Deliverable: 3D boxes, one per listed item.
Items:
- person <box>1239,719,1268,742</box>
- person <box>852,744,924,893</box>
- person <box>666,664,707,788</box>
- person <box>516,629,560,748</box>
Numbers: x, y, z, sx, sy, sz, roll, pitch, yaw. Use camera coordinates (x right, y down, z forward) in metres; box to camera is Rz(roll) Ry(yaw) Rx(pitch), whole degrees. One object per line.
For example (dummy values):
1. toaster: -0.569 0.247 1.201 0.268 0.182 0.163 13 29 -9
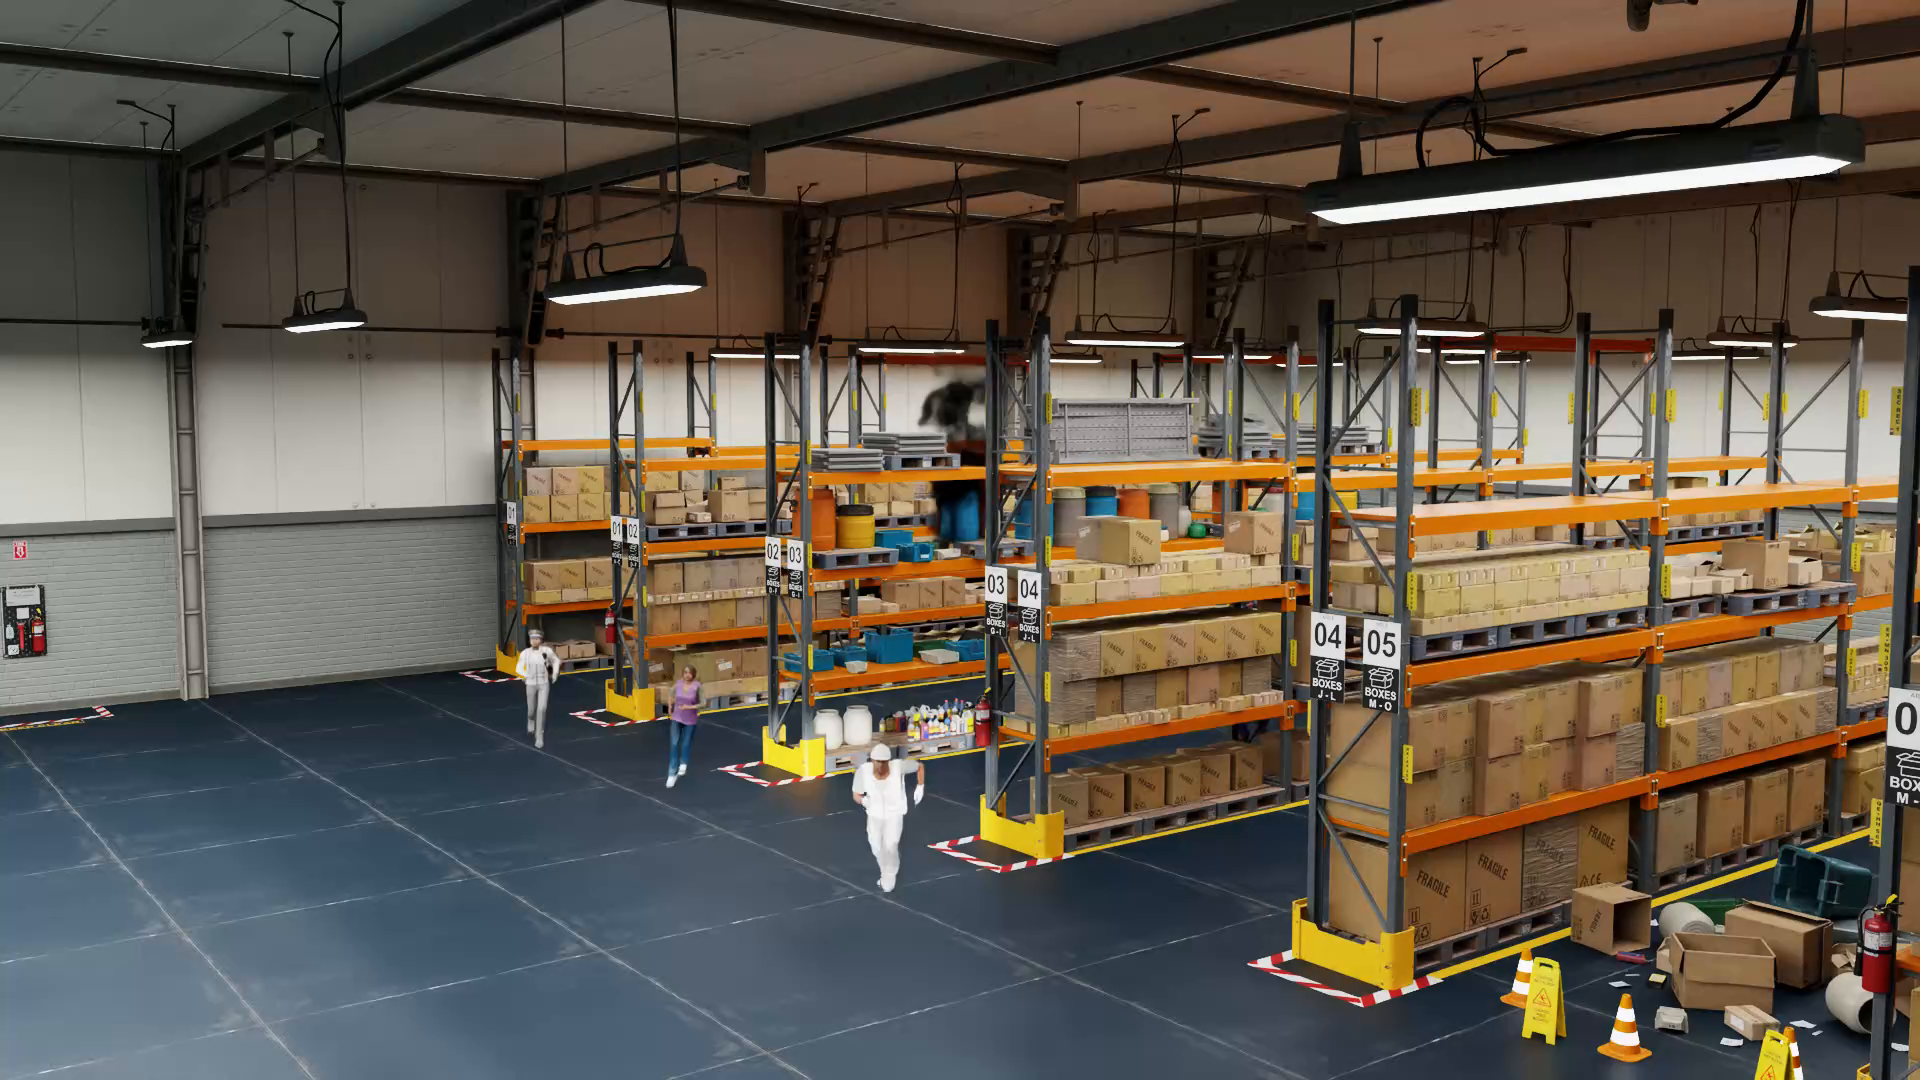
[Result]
1. person: 4.294 2.200 24.702 0.578 1.593 0.605 -5 7 -43
2. person: -0.732 2.844 17.089 0.713 1.621 0.953 0 5 5
3. person: -3.624 2.442 22.154 0.537 1.630 0.749 0 5 0
4. person: -6.262 2.158 24.695 0.625 1.711 0.922 -1 5 -10
